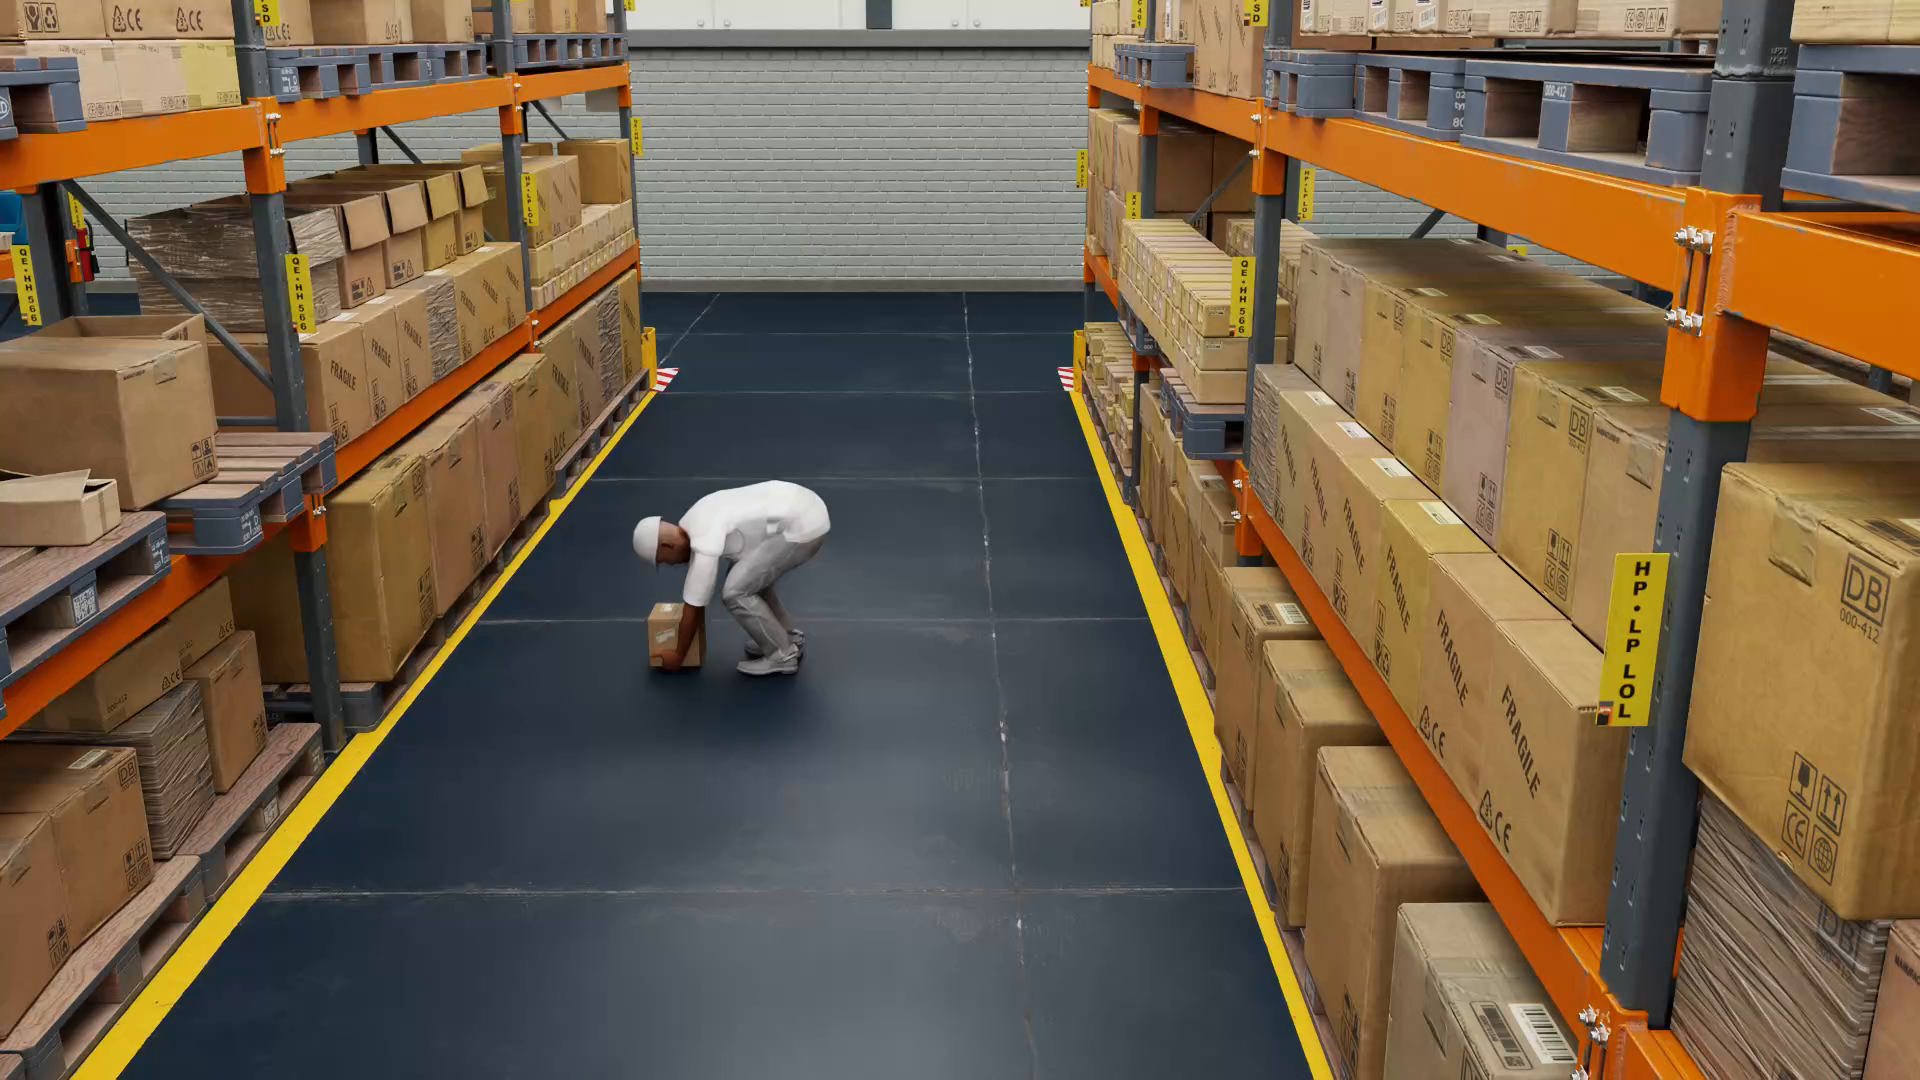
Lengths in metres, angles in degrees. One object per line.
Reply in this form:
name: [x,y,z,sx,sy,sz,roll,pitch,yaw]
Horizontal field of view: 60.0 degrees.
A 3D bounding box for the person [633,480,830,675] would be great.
person: [-1.131,0.181,8.322,0.974,0.938,0.505,-1,17,-3]
